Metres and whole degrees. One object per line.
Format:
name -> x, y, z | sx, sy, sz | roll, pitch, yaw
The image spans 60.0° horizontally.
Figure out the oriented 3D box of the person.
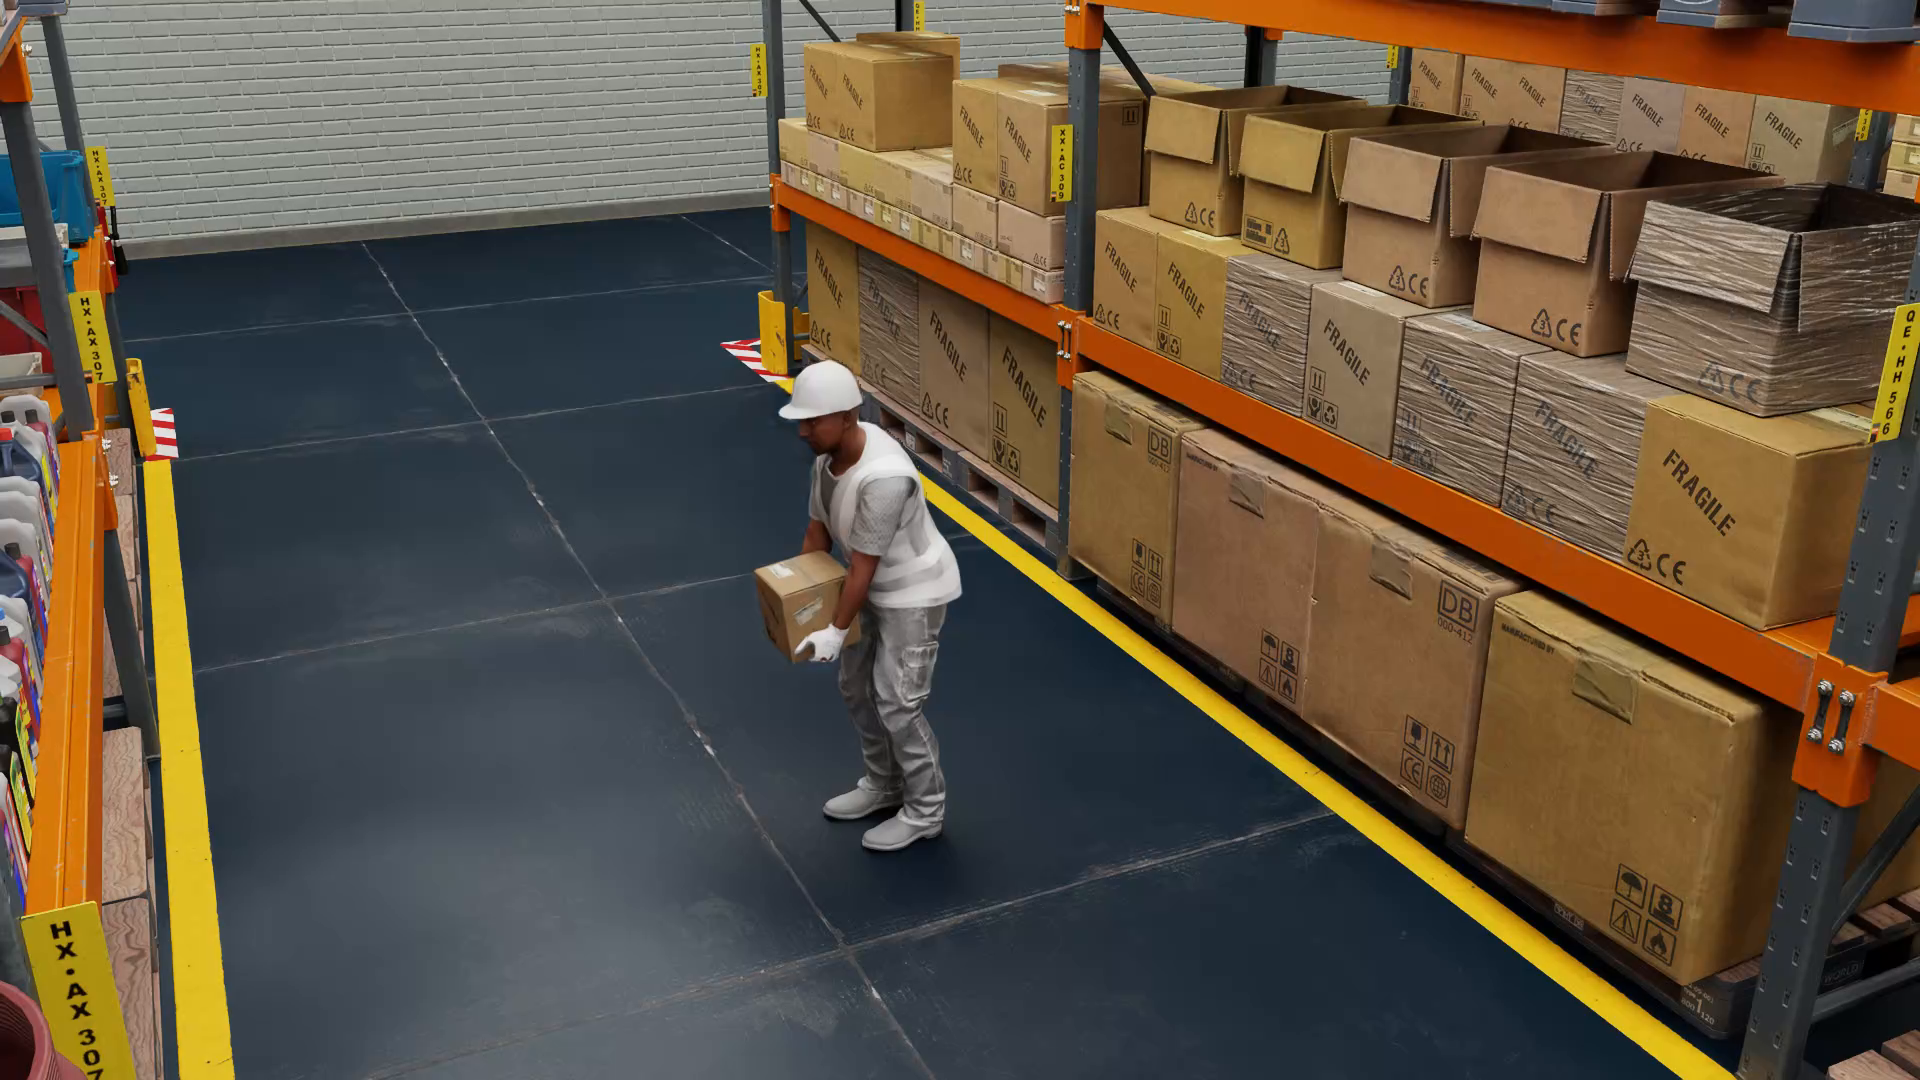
person -> -0.310, 0.222, 5.588 | 0.622, 1.725, 0.485 | -11, 24, -25
